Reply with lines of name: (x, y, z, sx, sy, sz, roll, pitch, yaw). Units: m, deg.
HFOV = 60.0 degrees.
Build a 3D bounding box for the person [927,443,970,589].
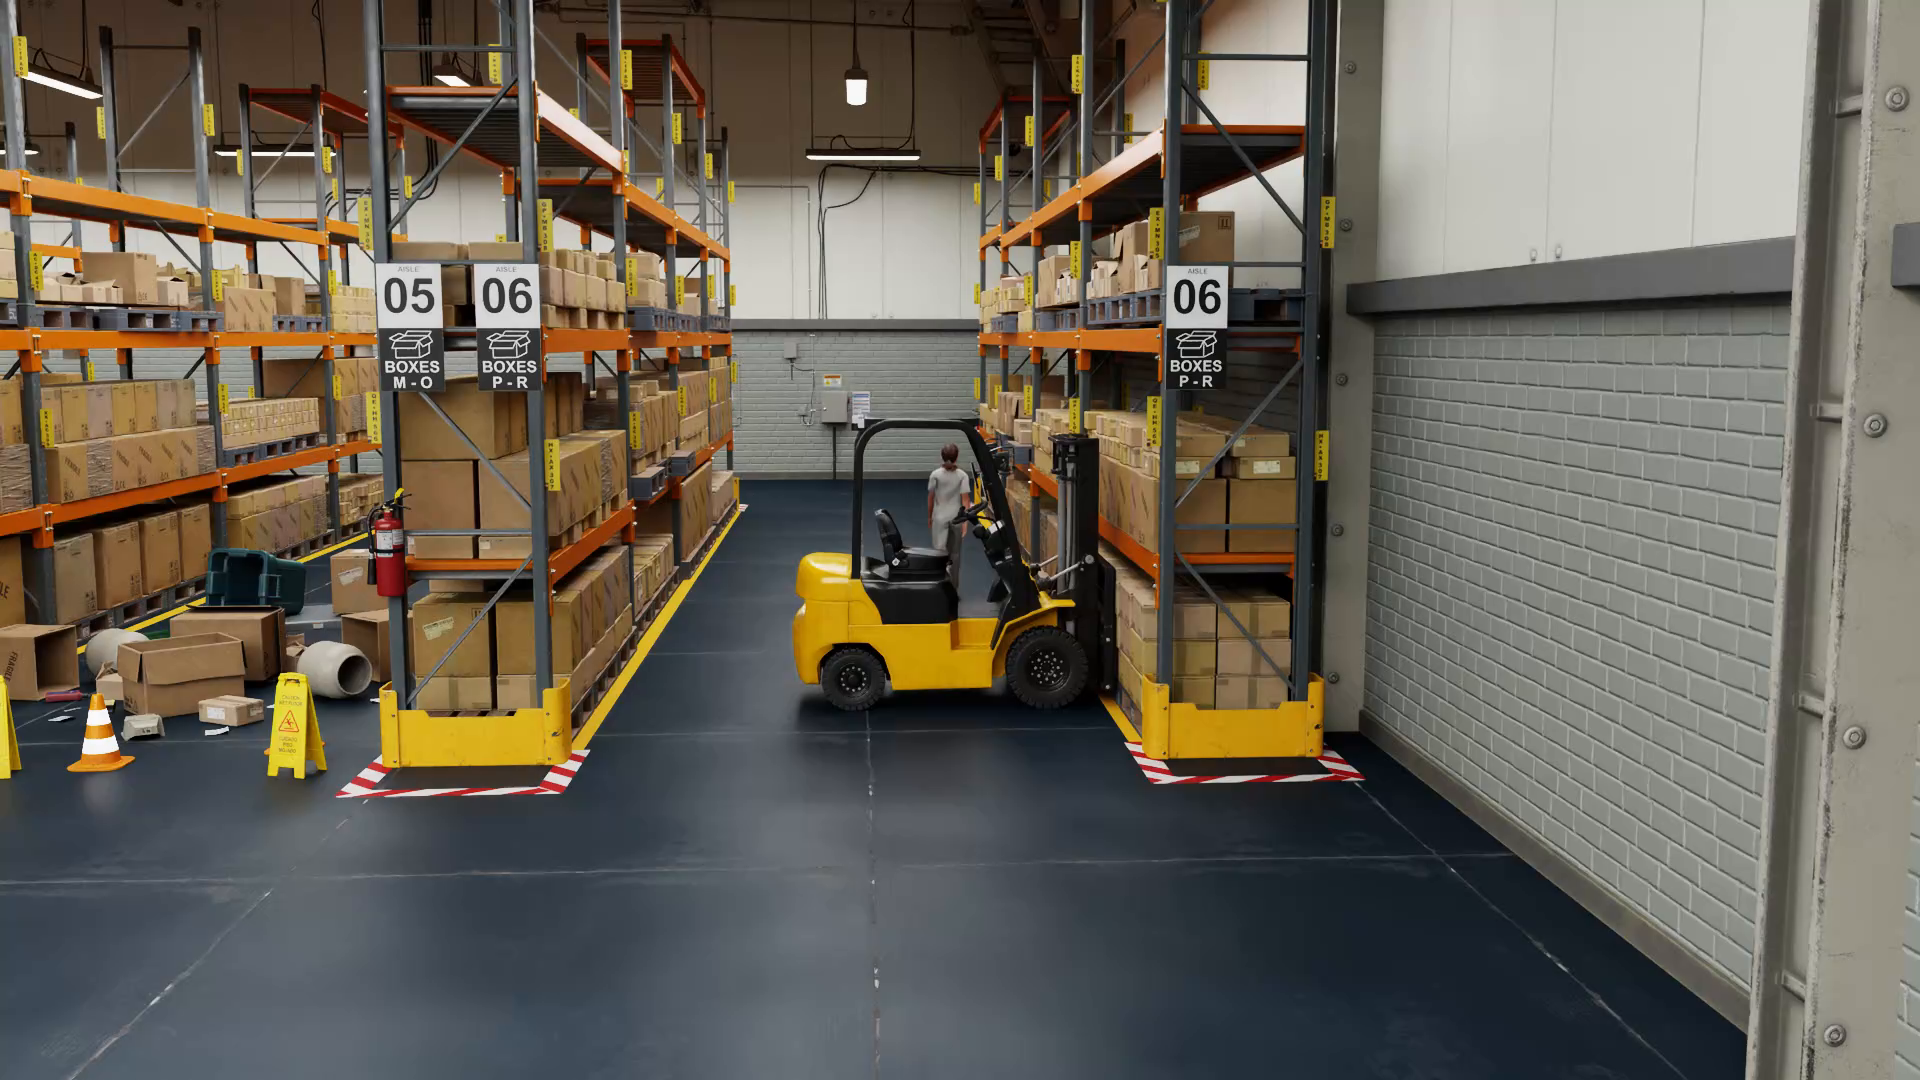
person: (-0.116, -0.197, 17.369, 0.441, 1.620, 0.993, -1, 7, -7)
